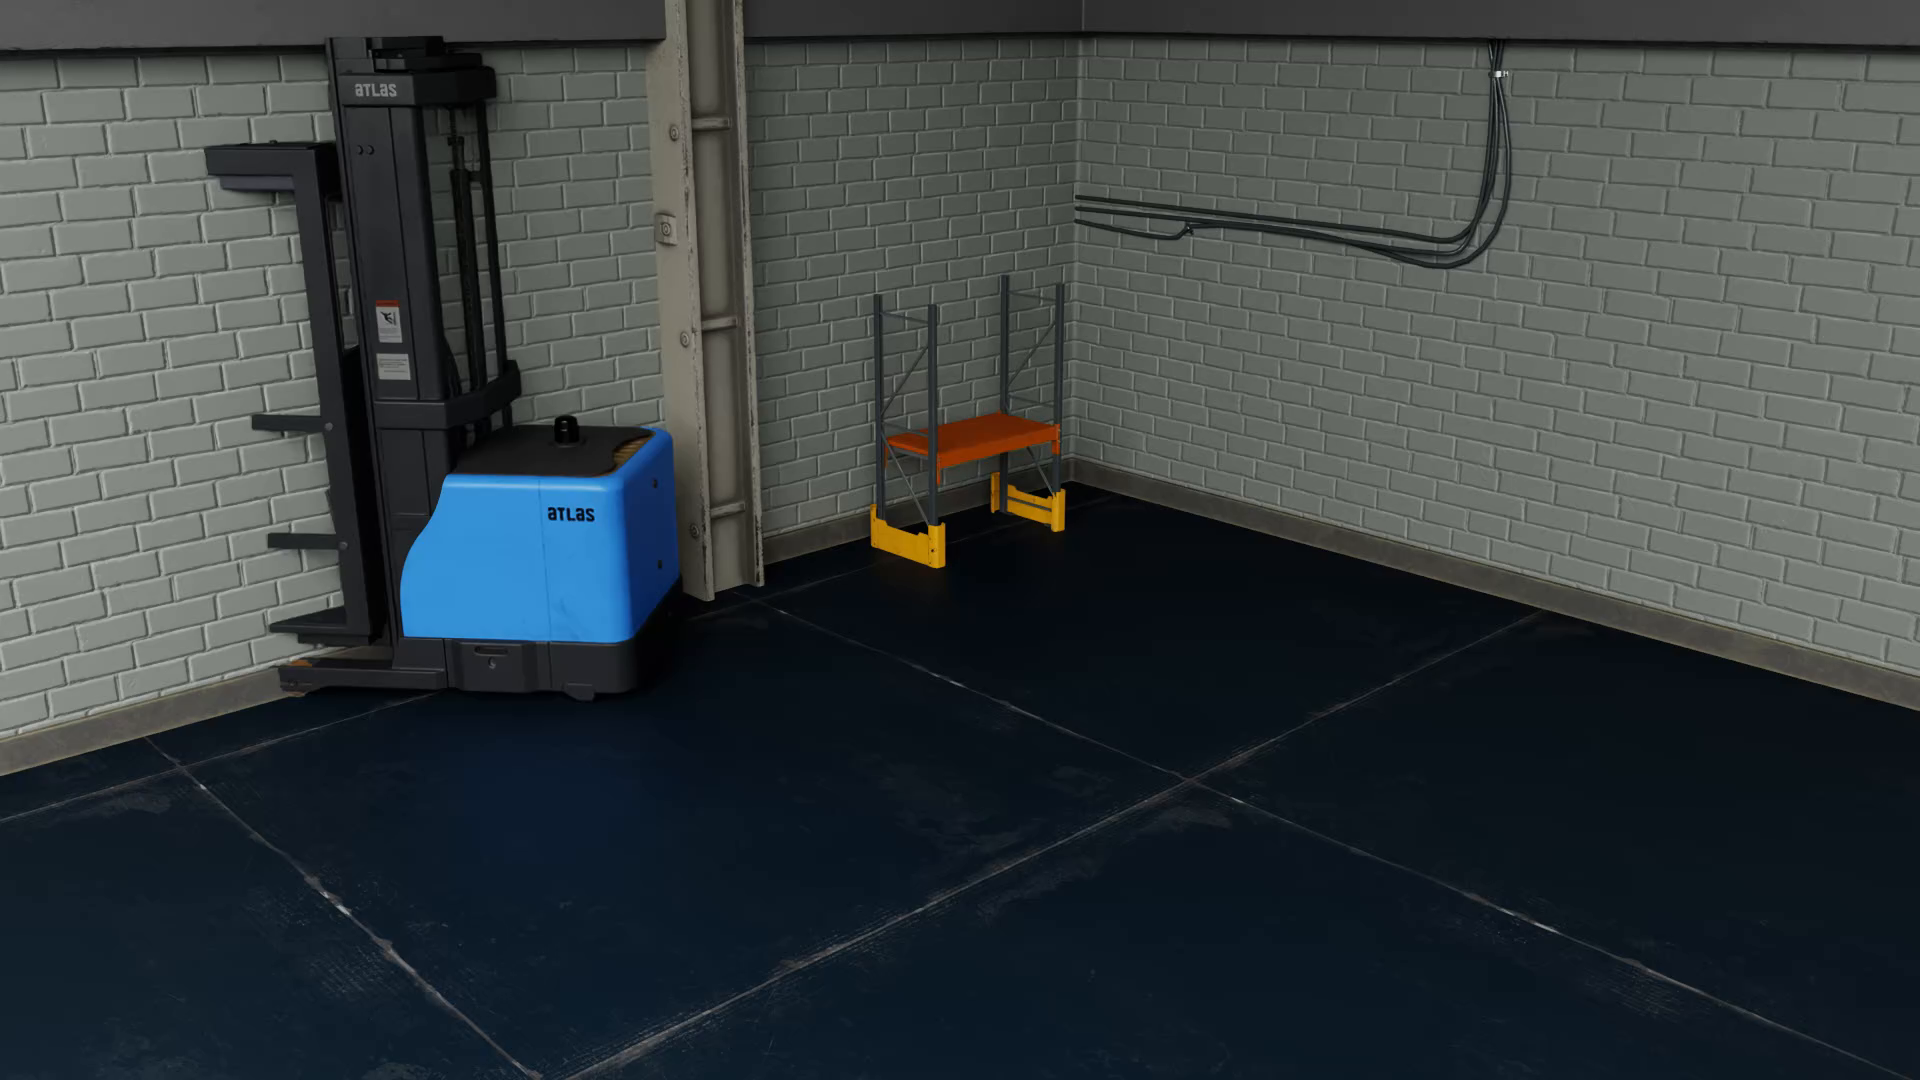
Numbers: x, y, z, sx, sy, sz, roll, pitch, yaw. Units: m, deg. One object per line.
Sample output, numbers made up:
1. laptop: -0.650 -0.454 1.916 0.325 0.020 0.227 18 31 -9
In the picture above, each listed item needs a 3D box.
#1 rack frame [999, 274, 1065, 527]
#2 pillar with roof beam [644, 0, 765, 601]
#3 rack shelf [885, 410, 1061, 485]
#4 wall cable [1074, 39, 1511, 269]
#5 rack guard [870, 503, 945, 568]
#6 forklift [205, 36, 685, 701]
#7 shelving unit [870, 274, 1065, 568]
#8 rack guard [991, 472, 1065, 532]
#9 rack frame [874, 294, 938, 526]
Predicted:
1. rack frame: 0.431 -0.839 10.141 0.032 1.500 0.500 -16 24 -41
2. pillar with roof beam: 1.631 -3.060 4.834 0.400 9.000 9.100 -16 24 -41
3. rack shelf: 0.062 -0.560 9.865 1.000 0.185 0.538 -16 24 -41
4. wall cable: 1.722 -2.876 9.299 0.112 2.526 3.097 -16 24 -41
5. rack guard: -0.306 -0.030 9.670 0.087 0.250 0.587 -16 24 -41
6. forklift: -2.950 -0.826 7.781 3.031 2.935 1.130 2 18 5
7. shelving unit: 0.055 -0.730 9.803 1.083 1.500 0.587 -16 24 -41
8. rack guard: 0.417 -0.241 10.321 0.087 0.250 0.587 -16 24 -41
9. rack frame: -0.307 -0.624 9.477 0.032 1.500 0.500 -16 24 -41
